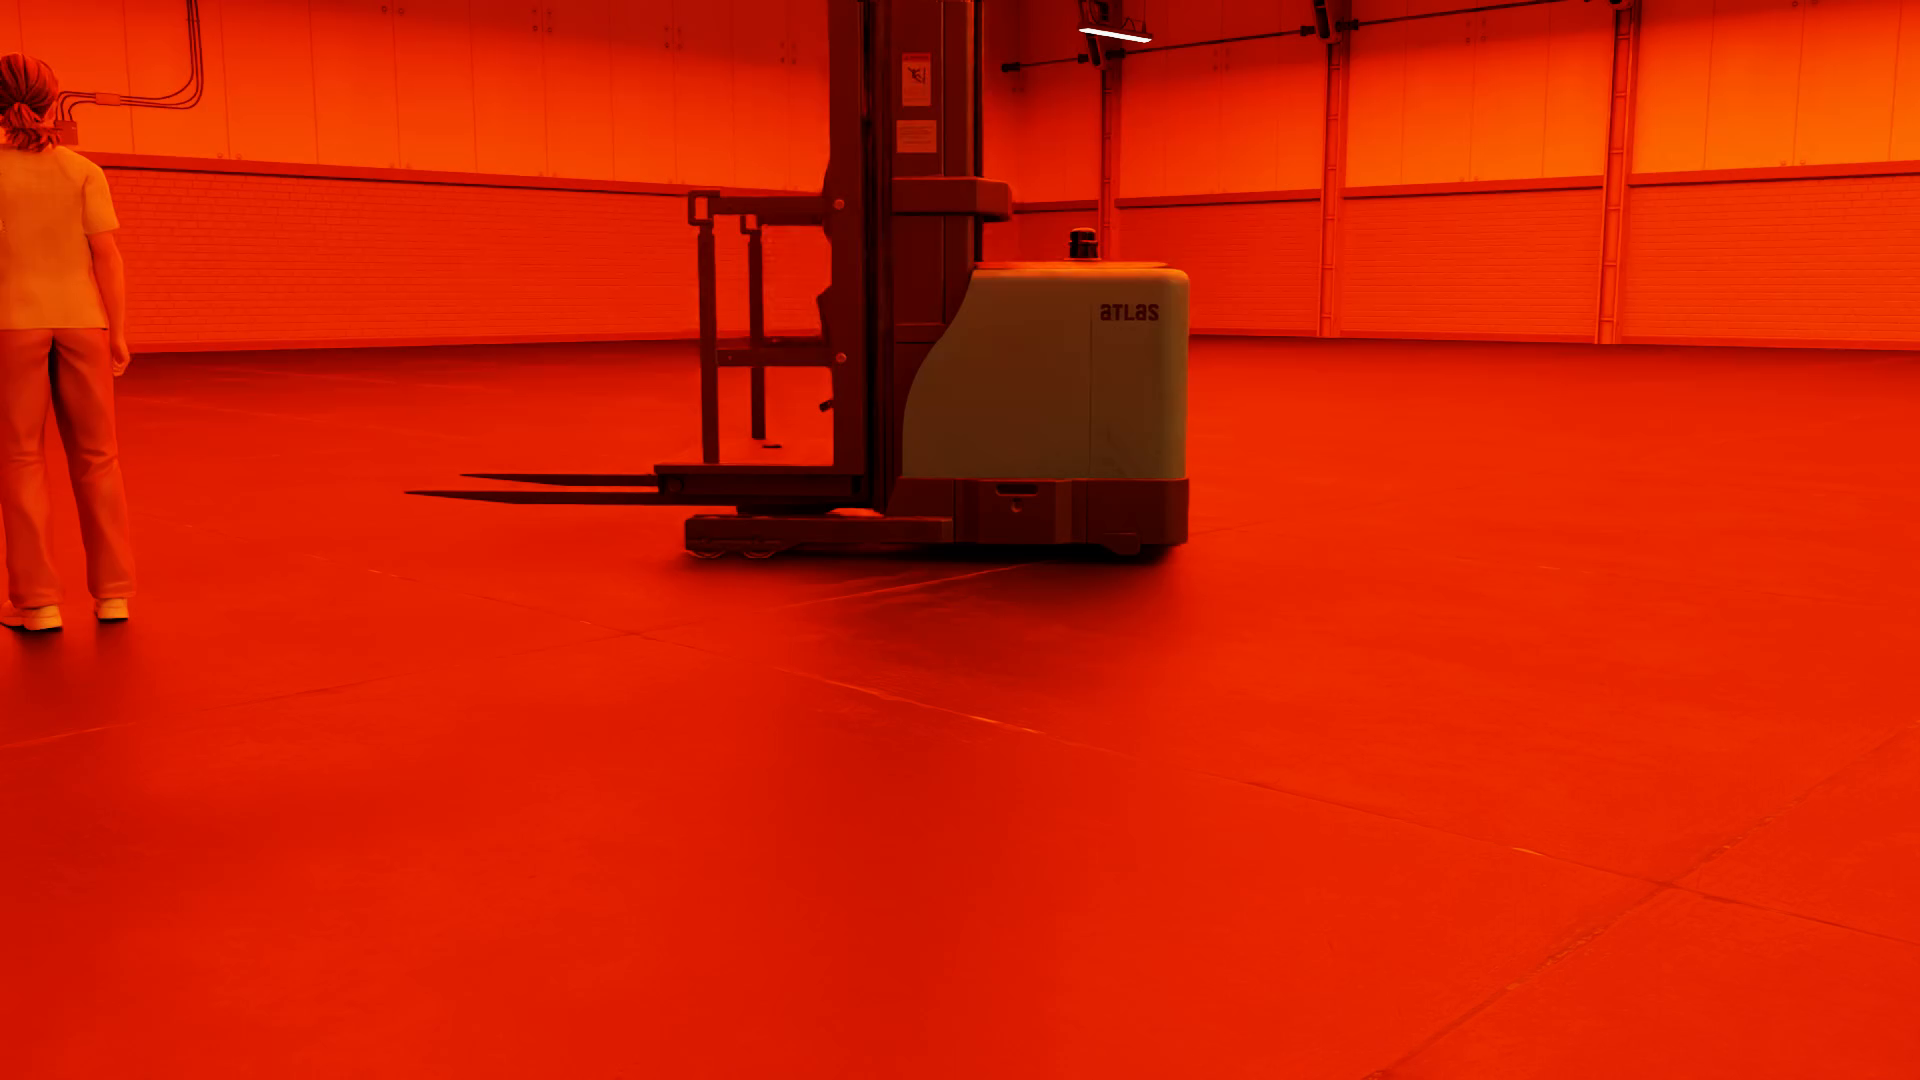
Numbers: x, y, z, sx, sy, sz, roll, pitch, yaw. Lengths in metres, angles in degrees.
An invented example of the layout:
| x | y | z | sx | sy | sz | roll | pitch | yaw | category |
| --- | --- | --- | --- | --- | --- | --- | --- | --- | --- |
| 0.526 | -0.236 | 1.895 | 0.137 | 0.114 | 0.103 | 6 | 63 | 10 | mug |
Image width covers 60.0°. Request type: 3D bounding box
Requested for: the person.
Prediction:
| x | y | z | sx | sy | sz | roll | pitch | yaw | category |
| --- | --- | --- | --- | --- | --- | --- | --- | --- | --- |
| -2.723 | -0.578 | 4.941 | 0.453 | 1.673 | 0.375 | -7 | 11 | -41 | person |

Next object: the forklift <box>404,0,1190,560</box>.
| x | y | z | sx | sy | sz | roll | pitch | yaw | category |
| --- | --- | --- | --- | --- | --- | --- | --- | --- | --- |
| -0.635 | -1.452 | 6.519 | 3.031 | 2.935 | 1.130 | 1 | 9 | 3 | forklift |
